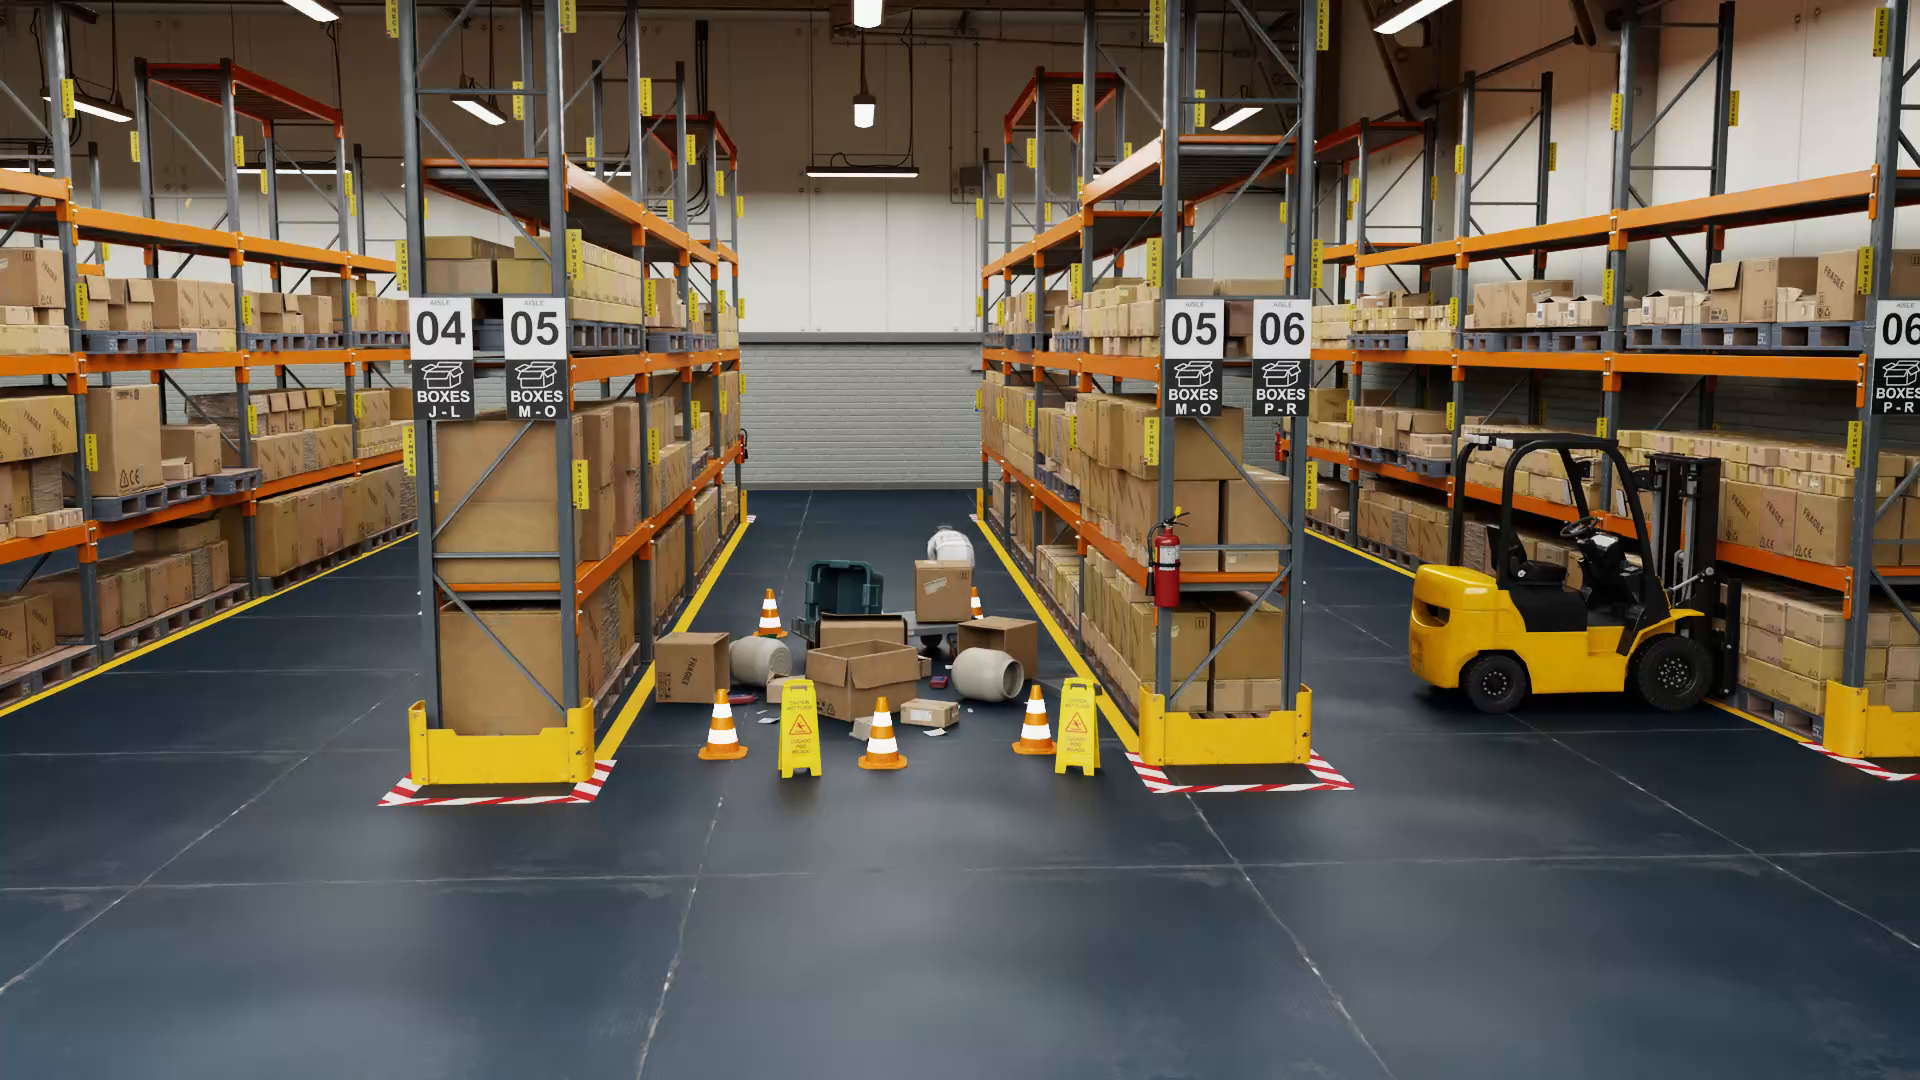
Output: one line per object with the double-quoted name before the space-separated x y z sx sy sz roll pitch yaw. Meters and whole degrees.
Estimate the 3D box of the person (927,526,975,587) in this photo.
"person" -0.100 0.299 18.883 0.534 0.857 1.007 -1 7 -5
